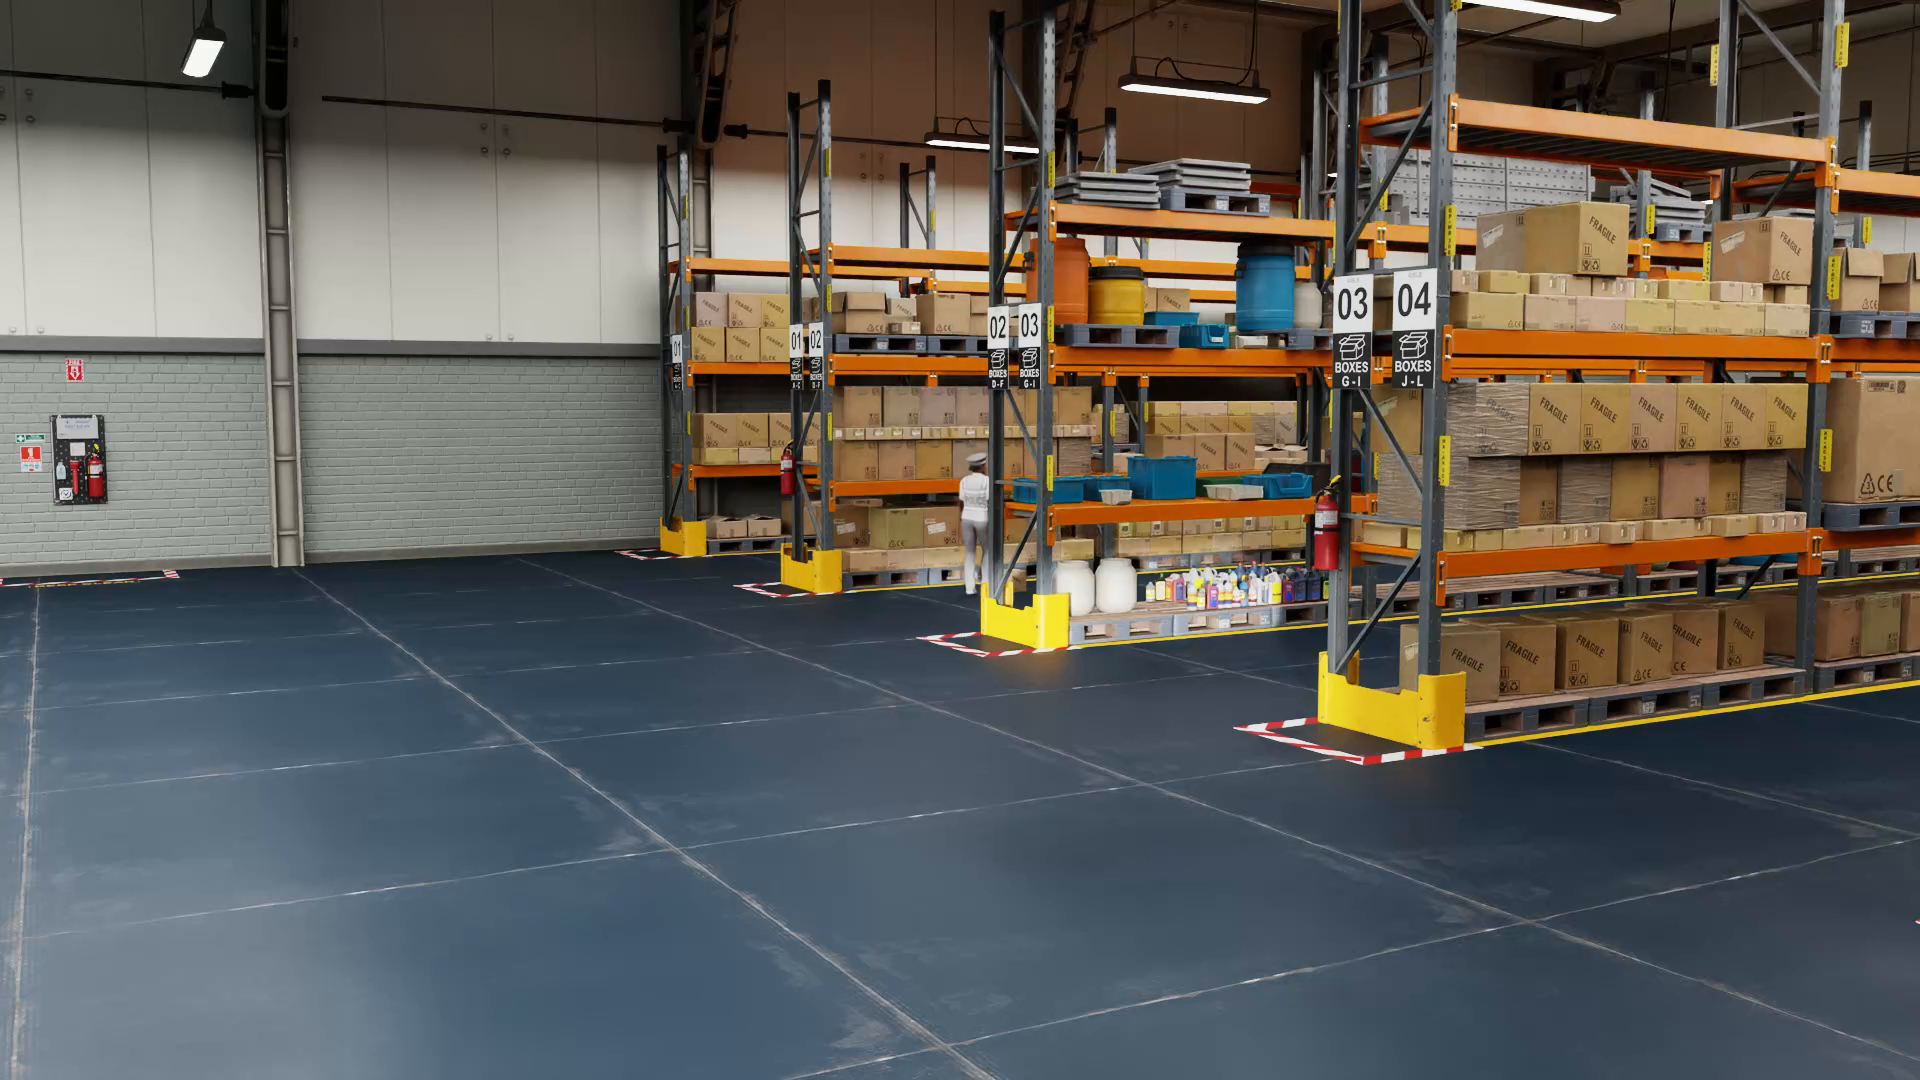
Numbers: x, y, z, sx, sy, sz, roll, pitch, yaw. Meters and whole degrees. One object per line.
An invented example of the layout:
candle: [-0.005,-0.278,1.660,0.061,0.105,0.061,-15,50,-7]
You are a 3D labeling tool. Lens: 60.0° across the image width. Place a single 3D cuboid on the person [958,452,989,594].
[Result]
person: [0.224,-0.203,19.569,0.481,1.665,0.820,1,5,13]
